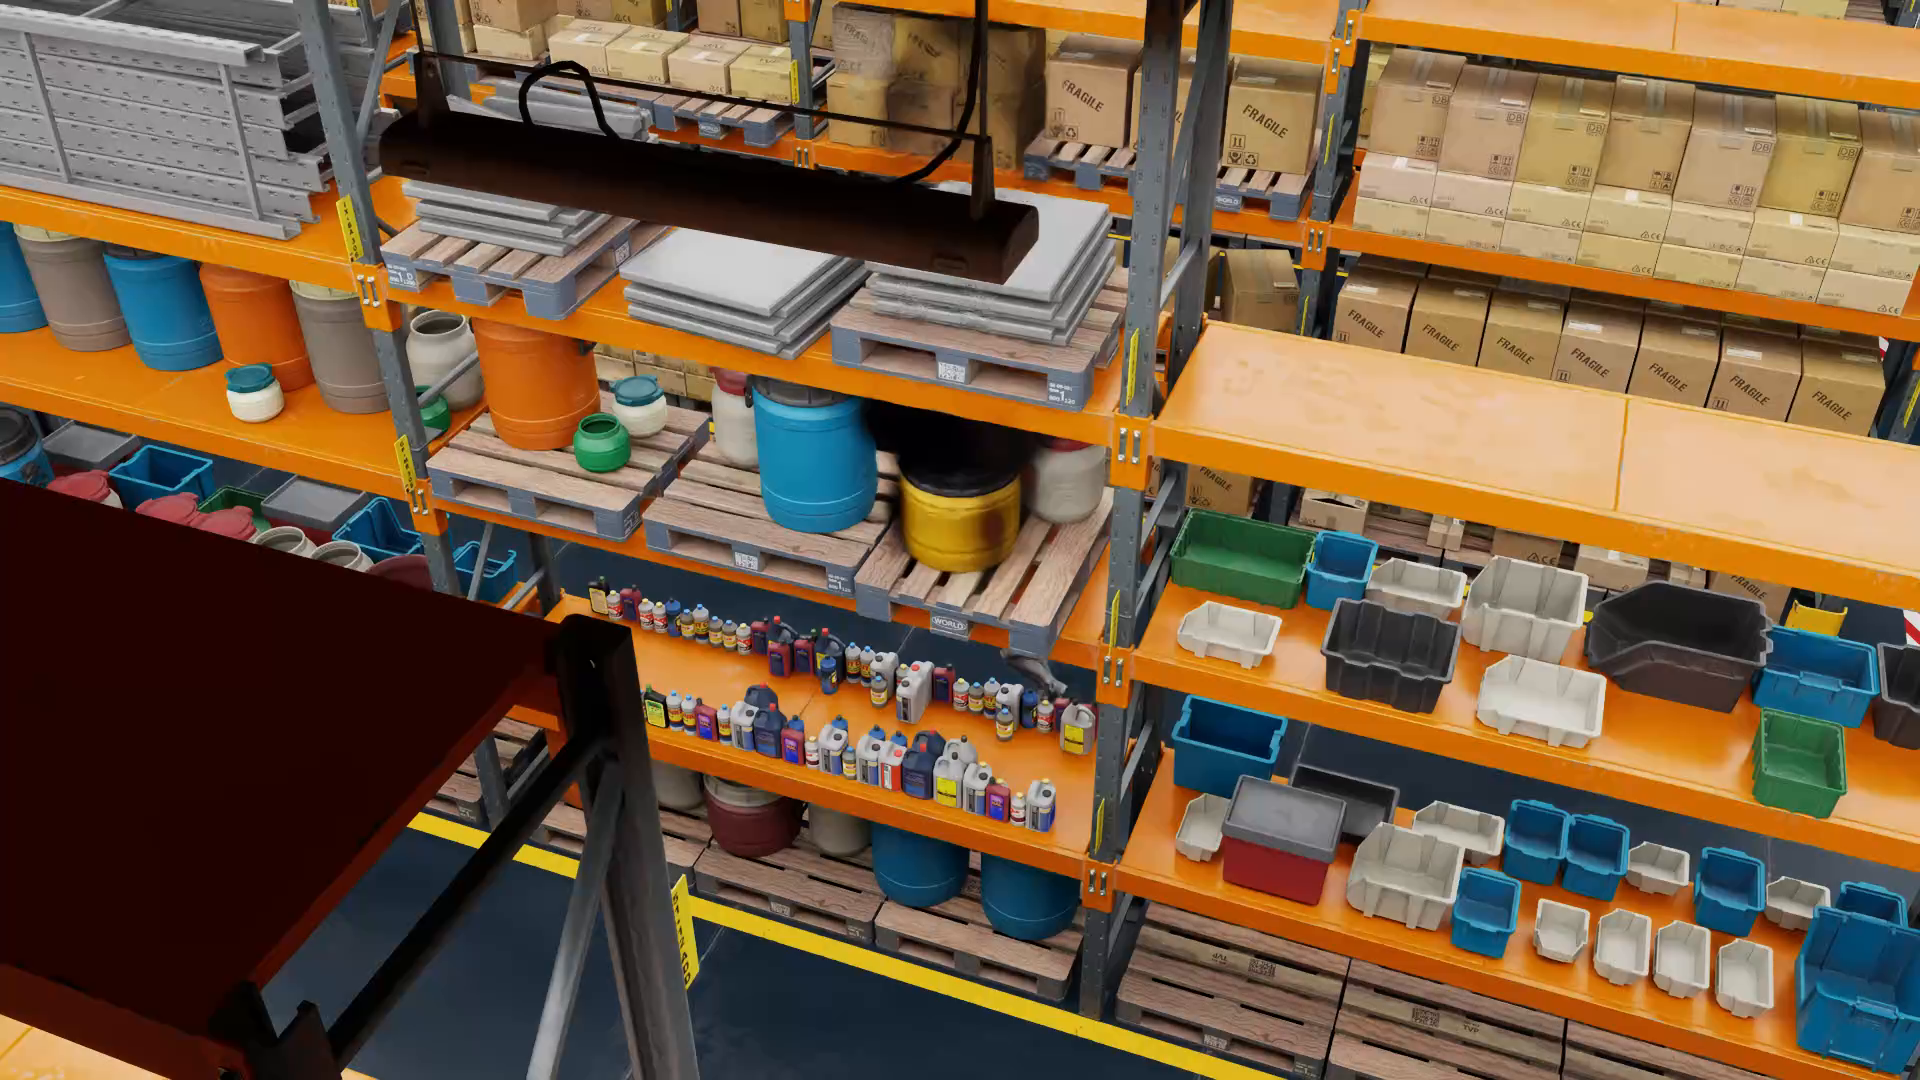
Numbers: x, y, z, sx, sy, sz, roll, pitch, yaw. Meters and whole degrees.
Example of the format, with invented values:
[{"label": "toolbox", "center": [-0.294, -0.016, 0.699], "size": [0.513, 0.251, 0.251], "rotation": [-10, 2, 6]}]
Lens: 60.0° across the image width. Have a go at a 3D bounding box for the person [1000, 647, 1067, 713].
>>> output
[{"label": "person", "center": [0.528, 0.522, 11.313], "size": [0.548, 1.658, 0.612], "rotation": [16, 39, 21]}]
